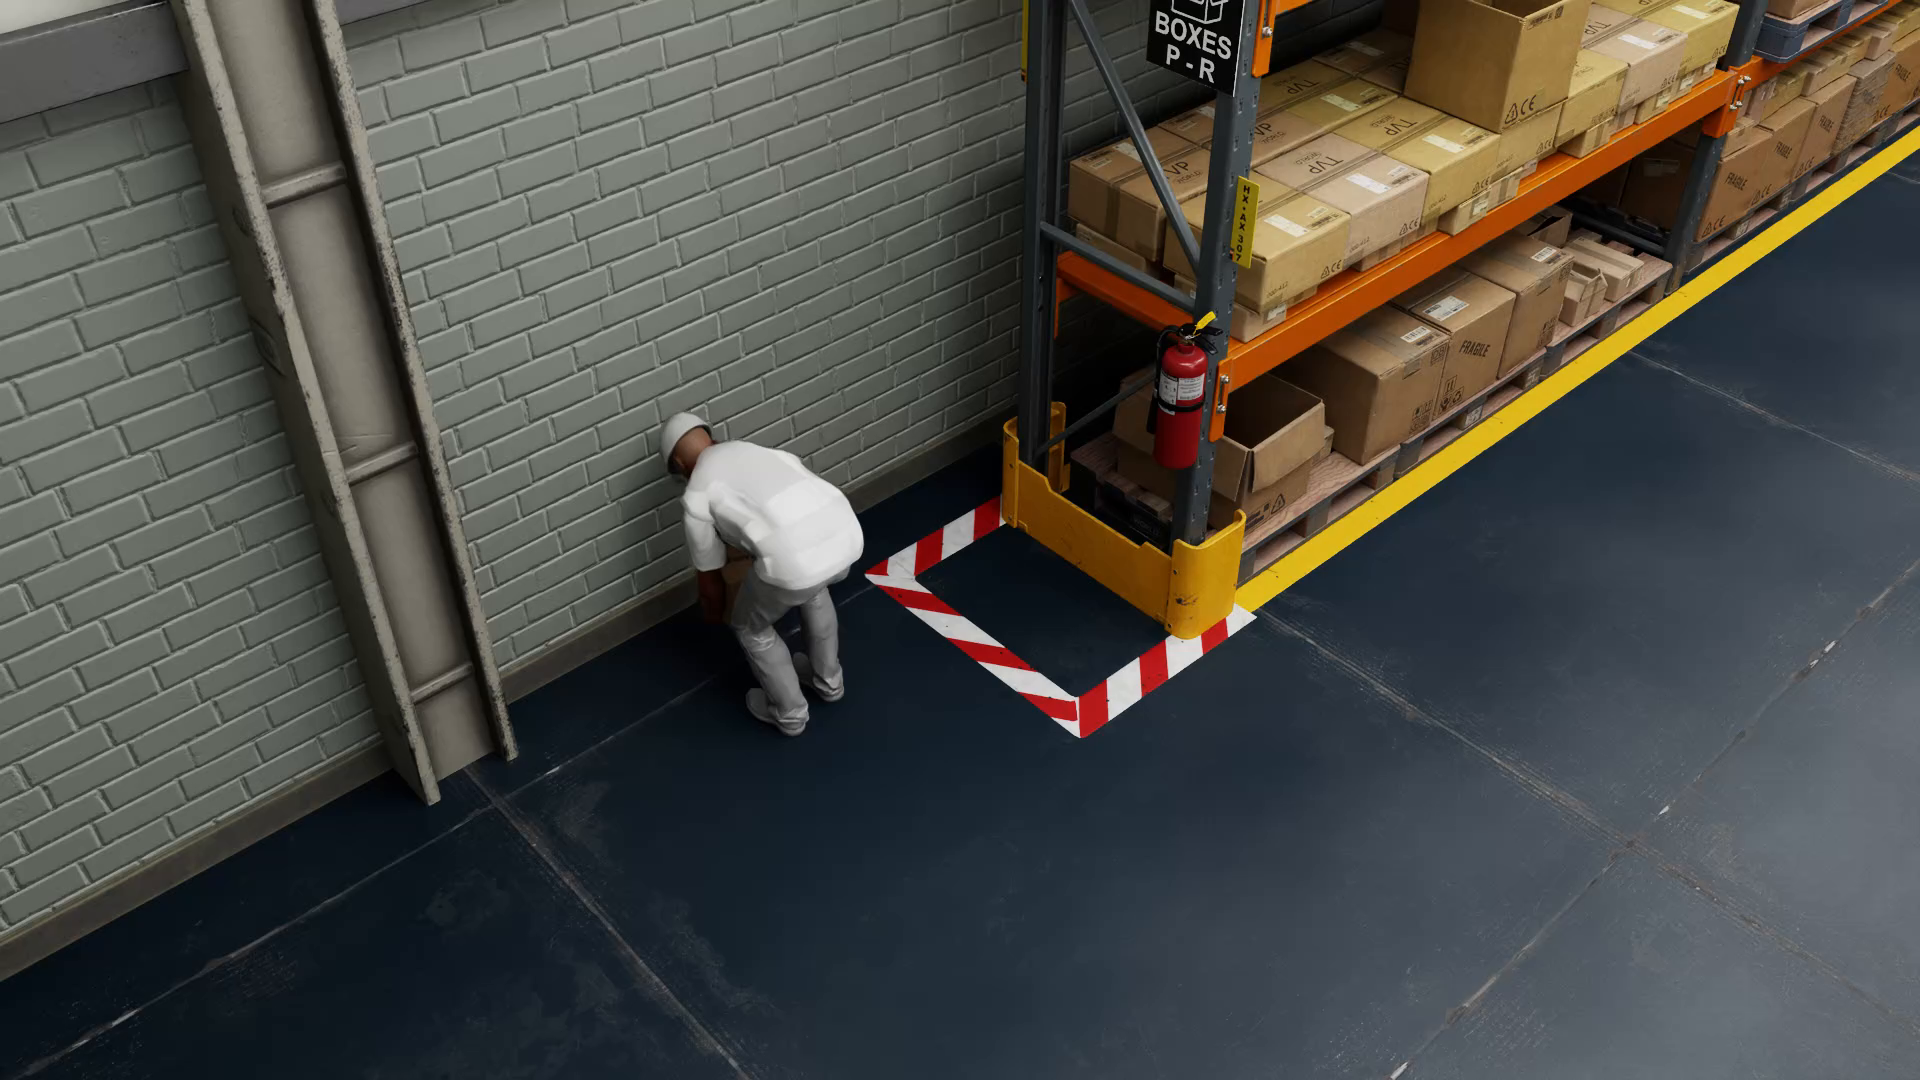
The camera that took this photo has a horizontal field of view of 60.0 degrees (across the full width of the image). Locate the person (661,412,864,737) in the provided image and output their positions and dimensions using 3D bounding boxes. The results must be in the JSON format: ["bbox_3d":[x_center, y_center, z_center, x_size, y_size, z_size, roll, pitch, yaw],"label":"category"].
[{"bbox_3d":[-0.796,0.125,6.492,0.475,1.117,0.979,-32,49,-33],"label":"person"}]
